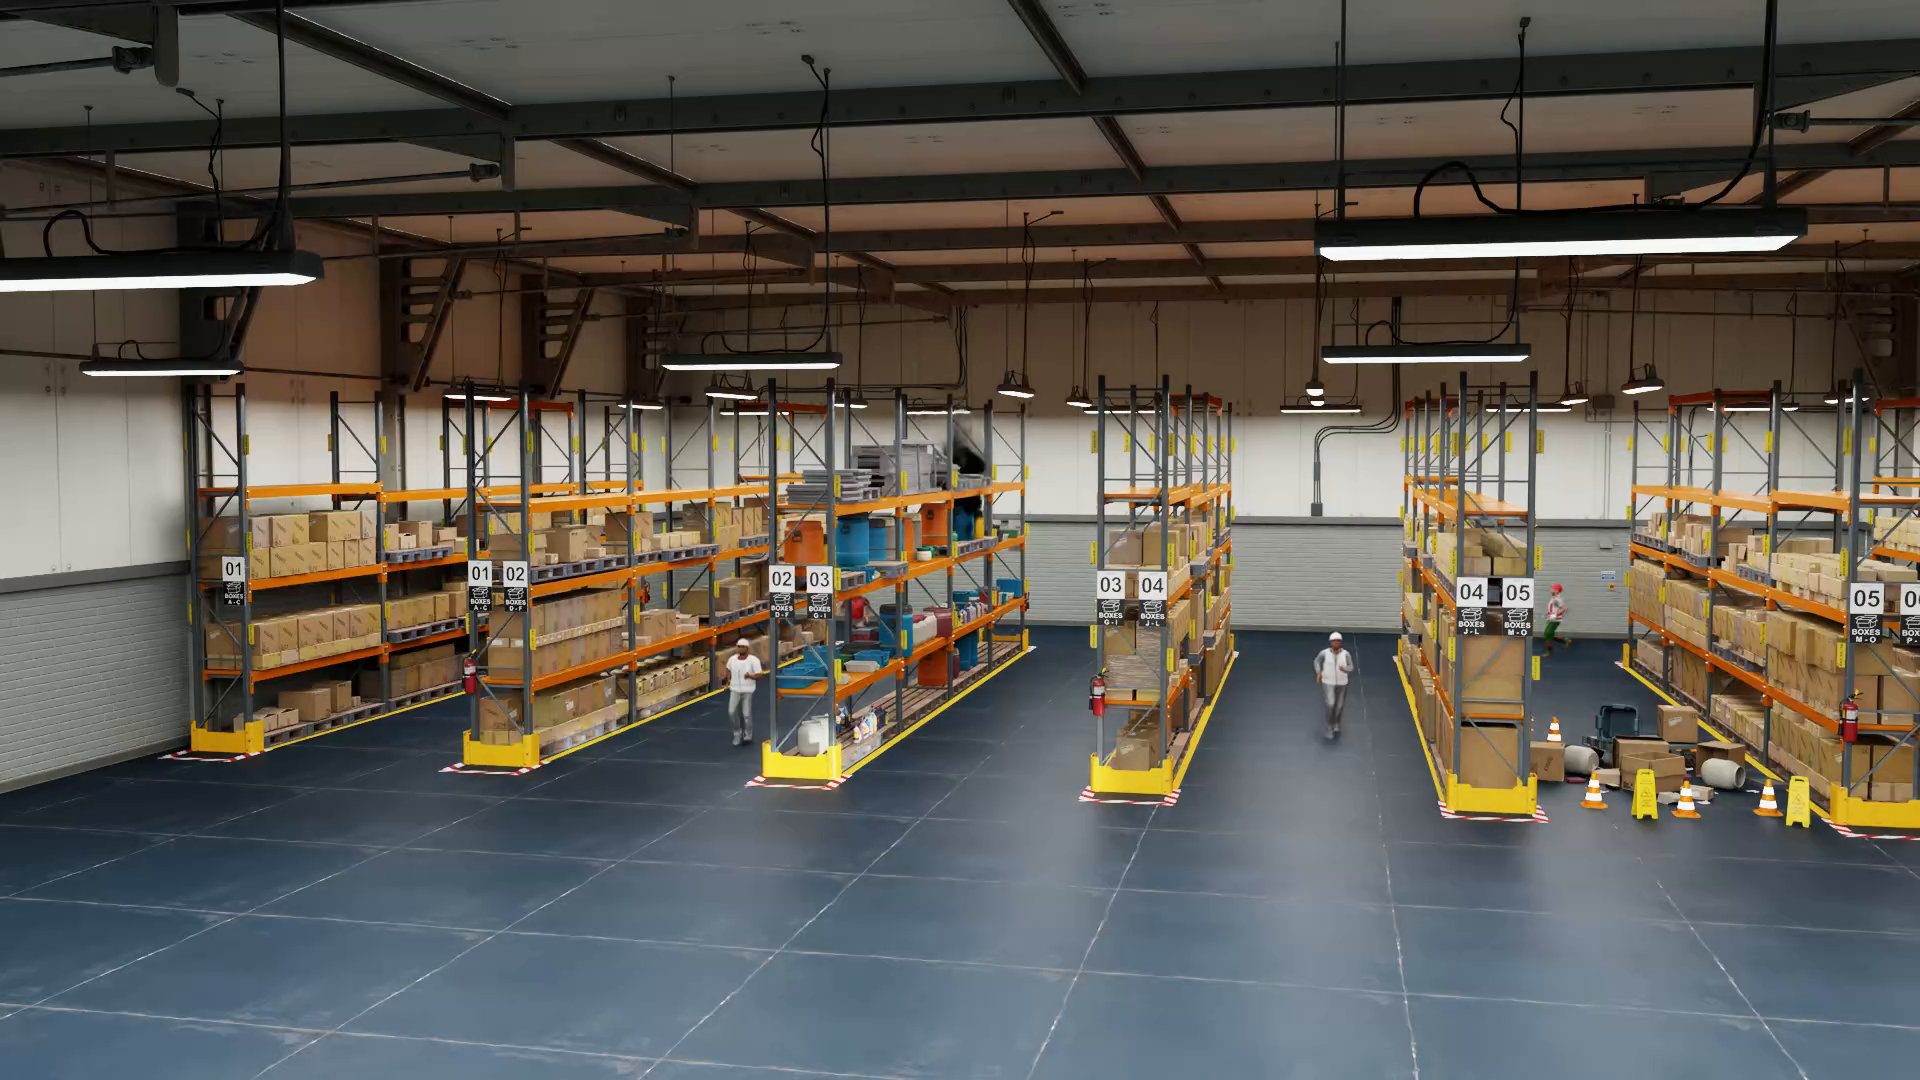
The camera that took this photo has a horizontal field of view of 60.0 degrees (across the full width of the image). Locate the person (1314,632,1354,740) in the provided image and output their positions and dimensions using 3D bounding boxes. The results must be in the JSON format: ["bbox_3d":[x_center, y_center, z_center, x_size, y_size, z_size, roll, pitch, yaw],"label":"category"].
[{"bbox_3d":[6.414,2.494,28.469,0.624,1.831,0.752,0,3,1],"label":"person"}]

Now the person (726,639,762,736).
[{"bbox_3d":[-3.635,2.471,27.689,0.675,1.656,0.689,0,3,7],"label":"person"}]

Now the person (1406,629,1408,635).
[{"bbox_3d":[10.778,2.033,39.837,0.498,1.366,0.653,2,4,35],"label":"person"}]

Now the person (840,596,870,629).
[{"bbox_3d":[-2.418,1.928,38.225,0.658,1.726,0.984,0,3,2],"label":"person"}]

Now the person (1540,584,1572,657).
[{"bbox_3d":[14.048,1.904,39.118,0.720,1.752,0.675,1,3,13],"label":"person"}]
